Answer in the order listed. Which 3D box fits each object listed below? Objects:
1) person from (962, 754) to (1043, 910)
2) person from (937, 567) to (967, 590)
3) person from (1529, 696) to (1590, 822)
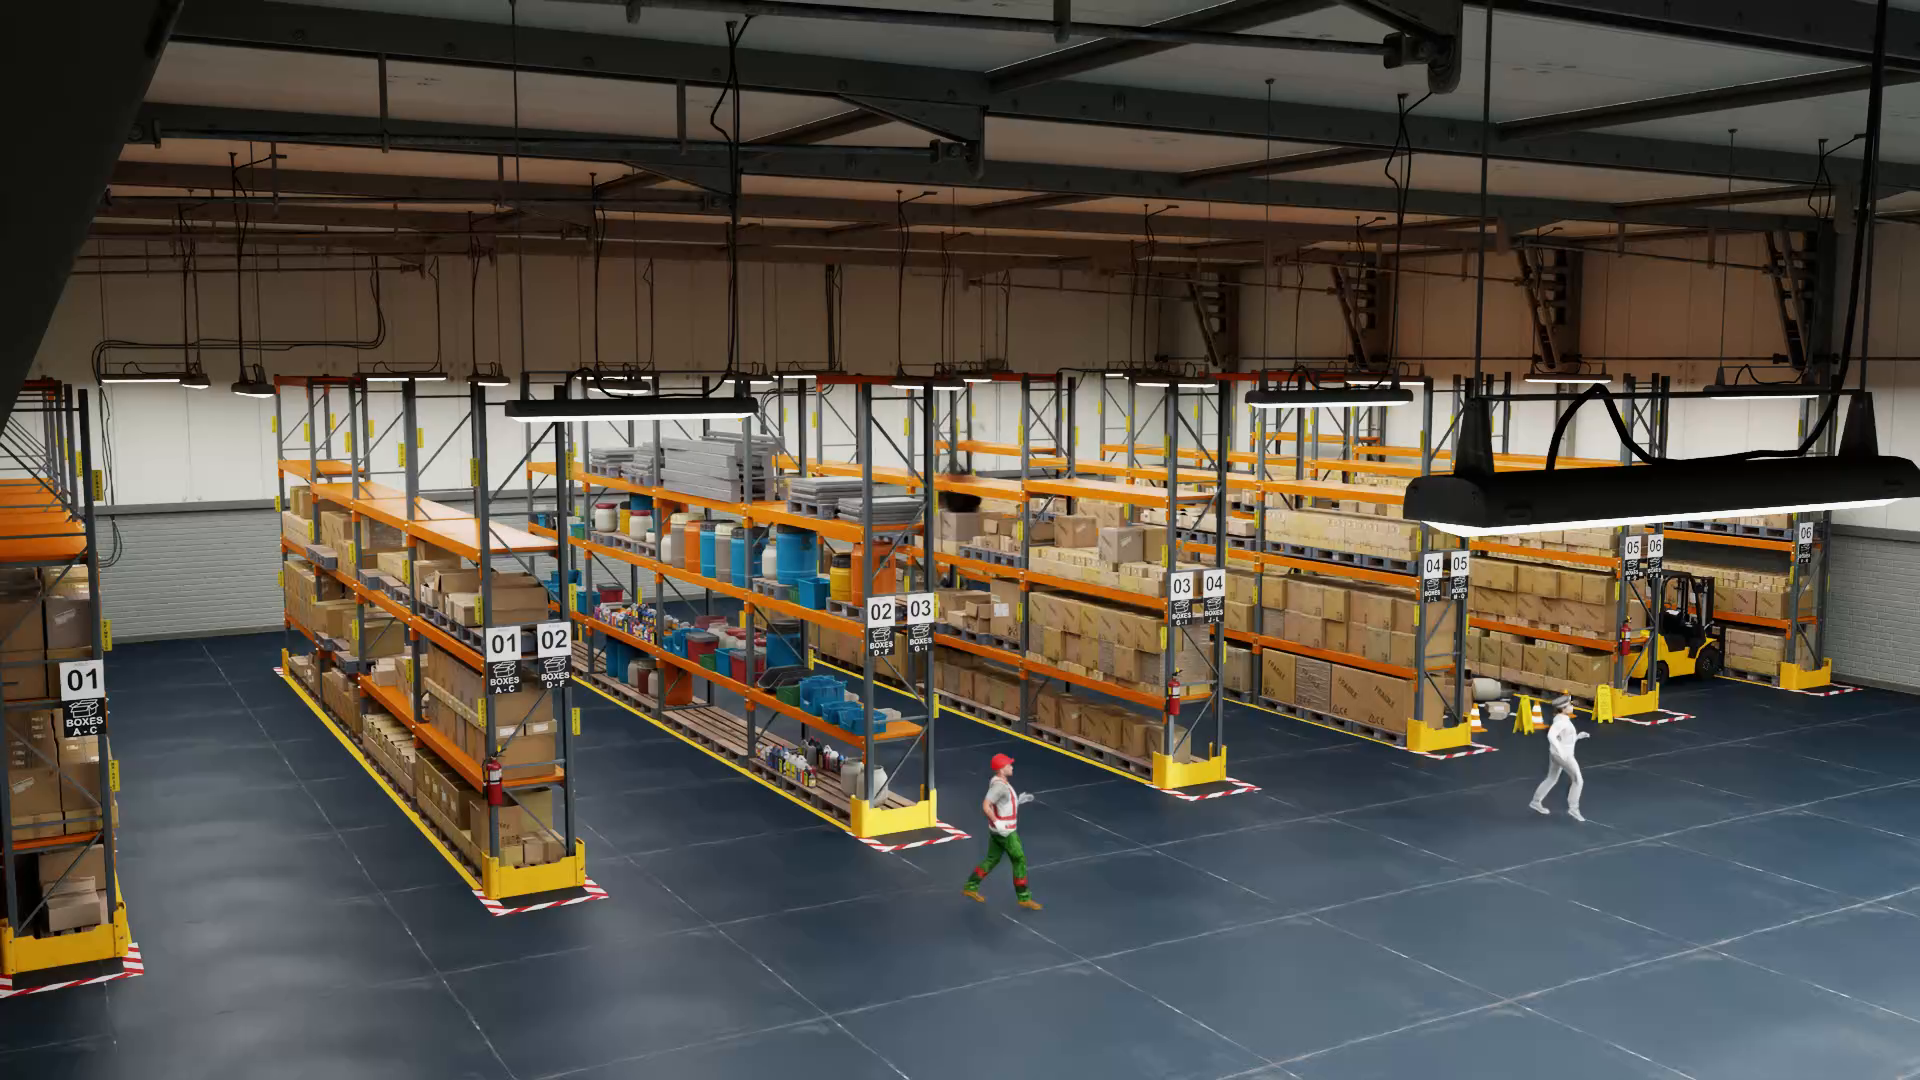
[{"bbox_3d":[0.486,3.337,19.035,0.925,1.810,0.655,-1,6,-9],"label":"person"},{"bbox_3d":[-0.120,1.385,37.589,0.627,1.765,0.739,-4,7,-29],"label":"person"},{"bbox_3d":[8.244,2.997,22.814,0.747,1.752,0.583,0,6,4],"label":"person"}]
